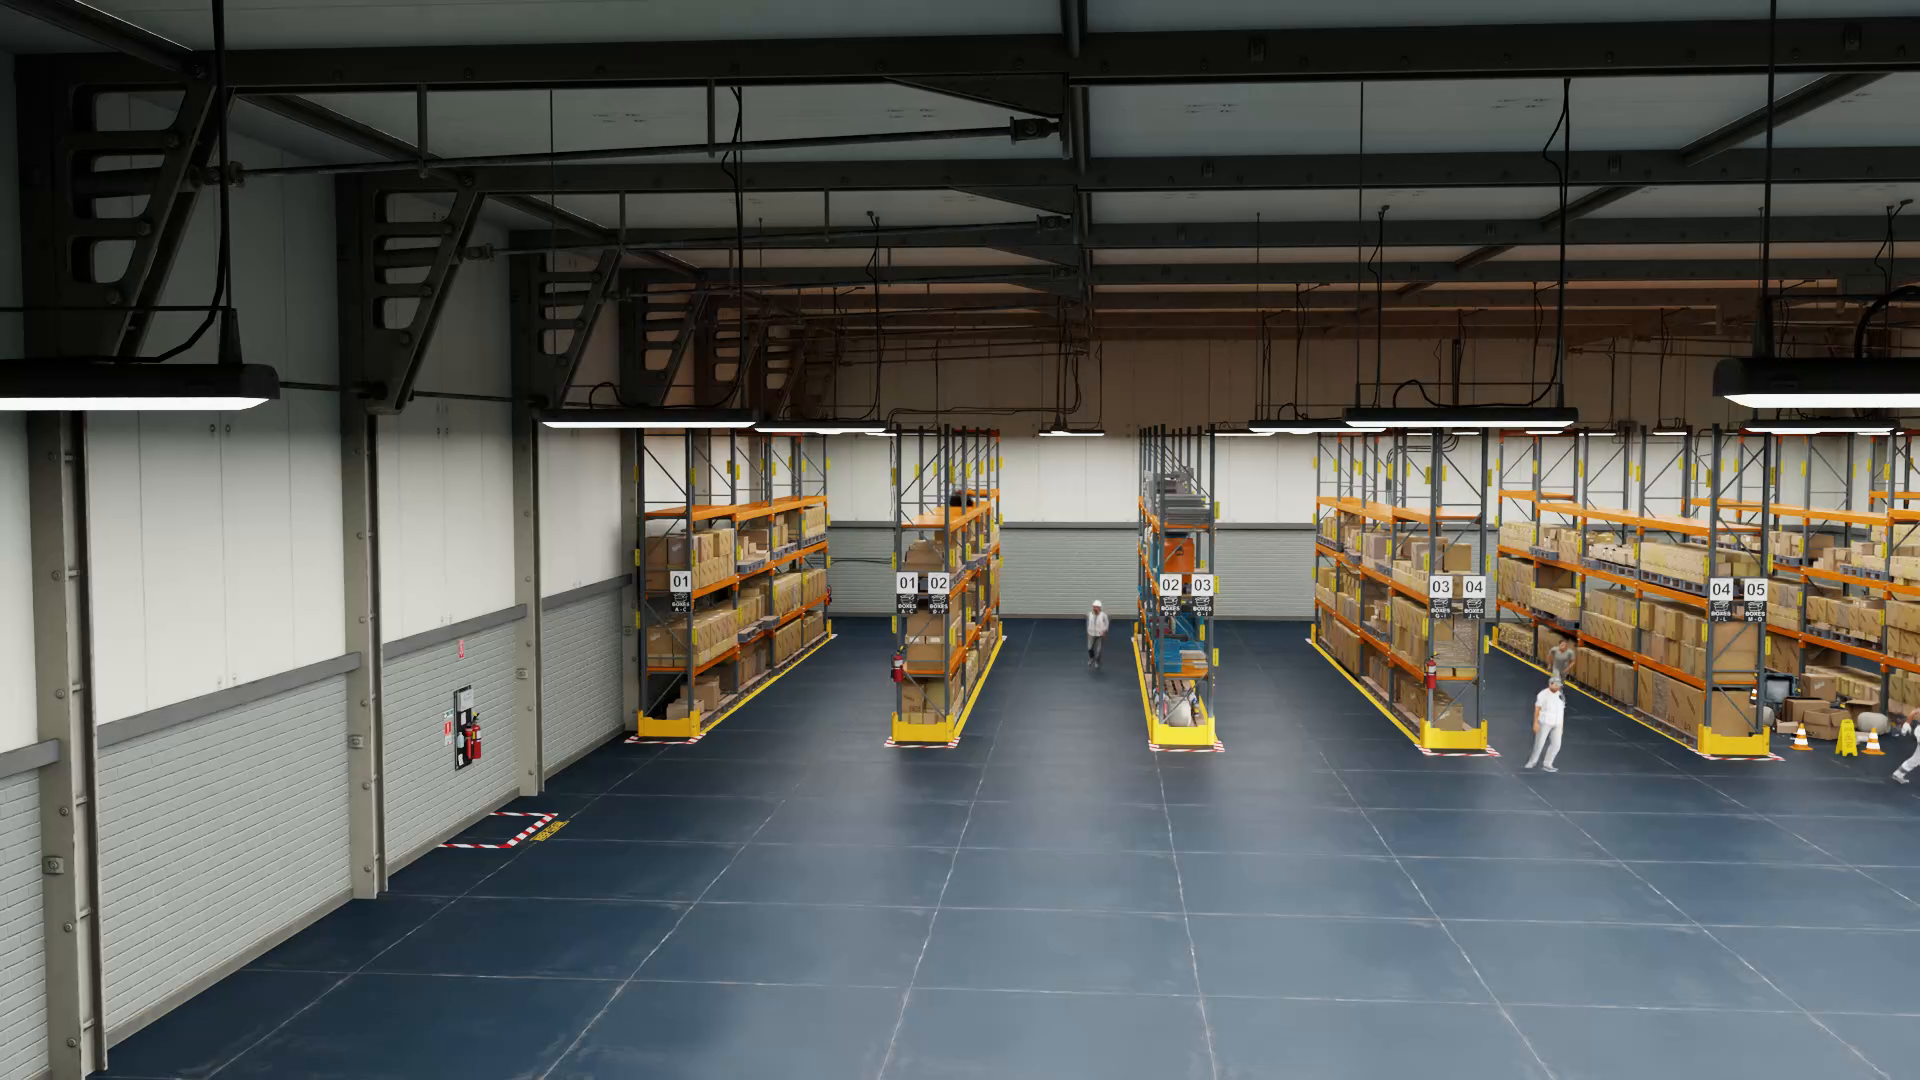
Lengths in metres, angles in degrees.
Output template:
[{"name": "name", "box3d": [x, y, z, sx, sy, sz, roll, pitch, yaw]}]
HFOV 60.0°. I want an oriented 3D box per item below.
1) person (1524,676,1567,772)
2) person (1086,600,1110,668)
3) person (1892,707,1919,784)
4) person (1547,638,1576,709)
[{"name": "person", "box3d": [10.072, 3.161, 28.610, 0.617, 1.645, 0.505, -1, 4, -17]}, {"name": "person", "box3d": [3.393, 2.346, 41.229, 0.650, 1.722, 0.769, 1, 4, 13]}, {"name": "person", "box3d": [15.744, 3.251, 27.044, 0.696, 1.590, 1.115, -1, 4, -21]}, {"name": "person", "box3d": [12.871, 2.807, 35.629, 0.560, 1.517, 1.007, 1, 4, 14]}]
